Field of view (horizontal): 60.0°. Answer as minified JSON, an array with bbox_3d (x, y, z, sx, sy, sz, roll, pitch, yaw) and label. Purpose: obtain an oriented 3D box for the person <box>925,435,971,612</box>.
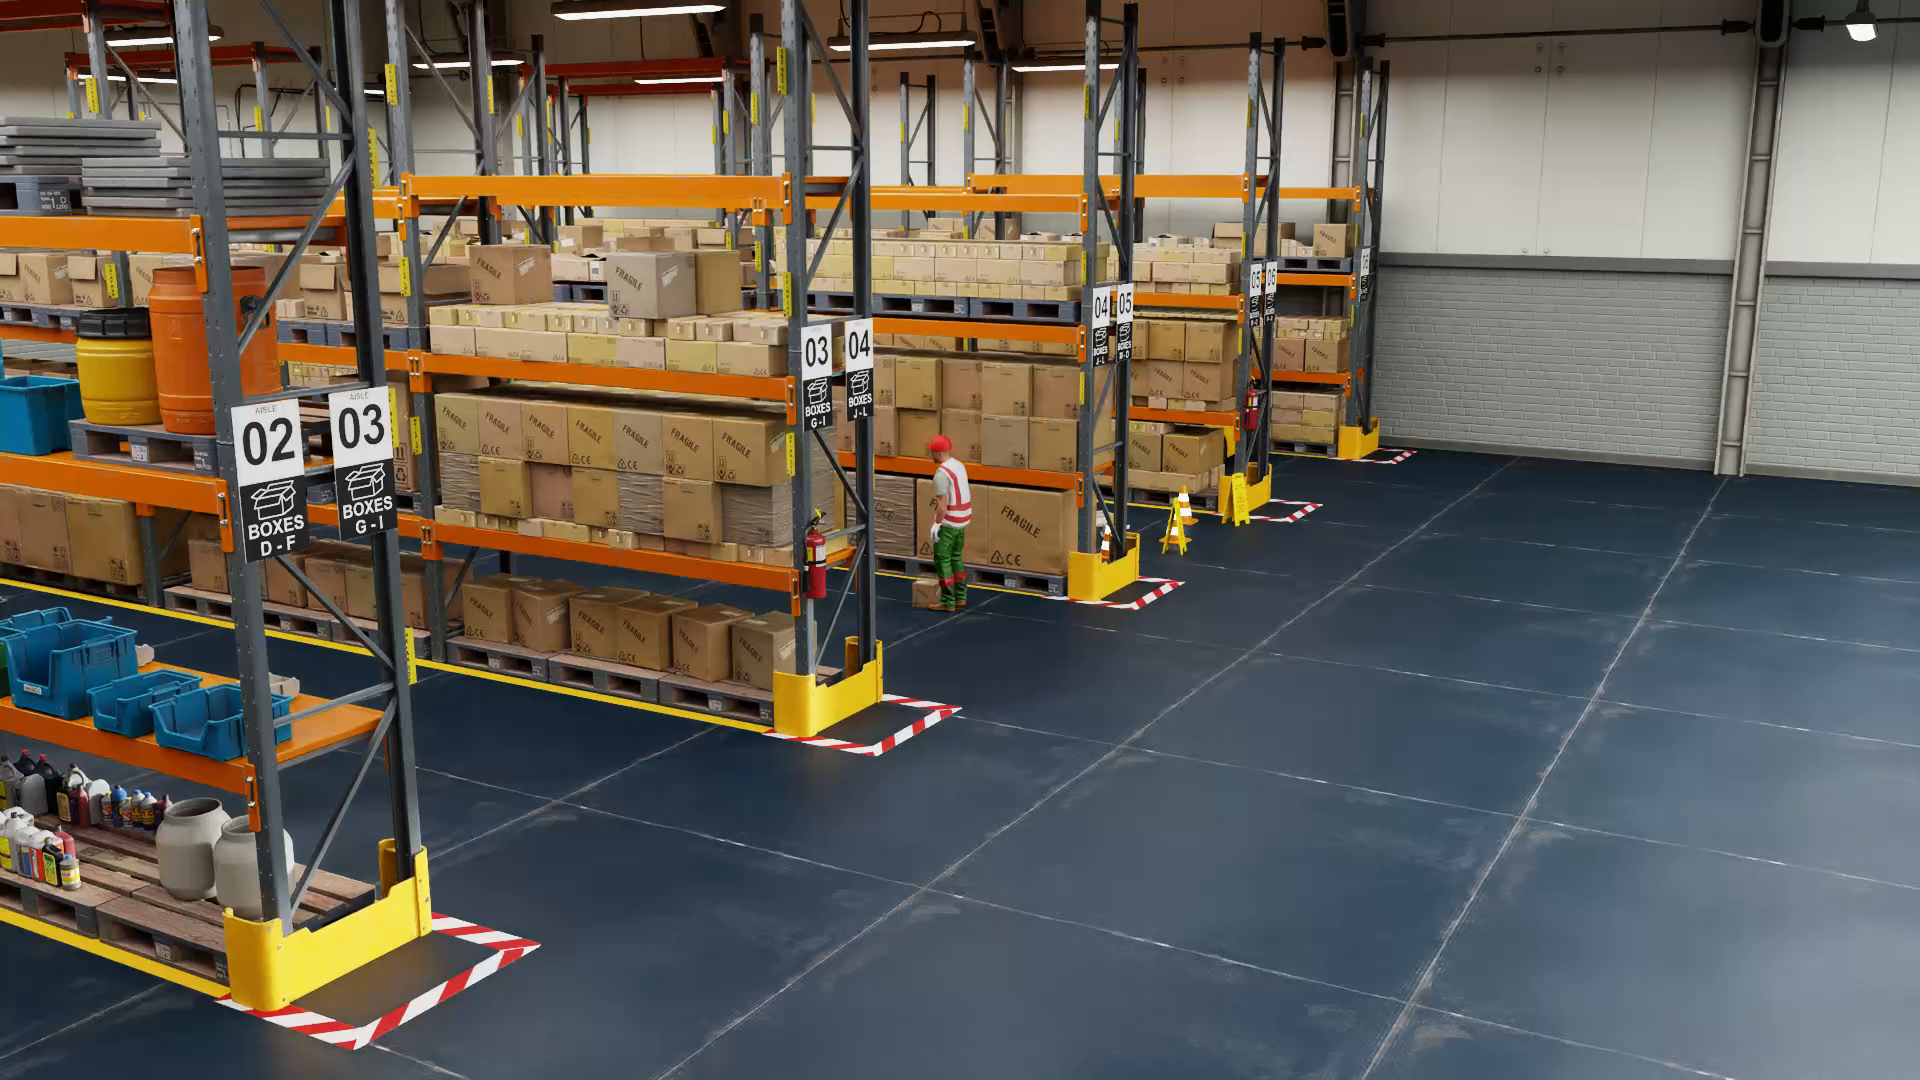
[{"bbox_3d":[-0.129,-0.178,16.742,0.454,1.779,0.609,7,14,28],"label":"person"}]
